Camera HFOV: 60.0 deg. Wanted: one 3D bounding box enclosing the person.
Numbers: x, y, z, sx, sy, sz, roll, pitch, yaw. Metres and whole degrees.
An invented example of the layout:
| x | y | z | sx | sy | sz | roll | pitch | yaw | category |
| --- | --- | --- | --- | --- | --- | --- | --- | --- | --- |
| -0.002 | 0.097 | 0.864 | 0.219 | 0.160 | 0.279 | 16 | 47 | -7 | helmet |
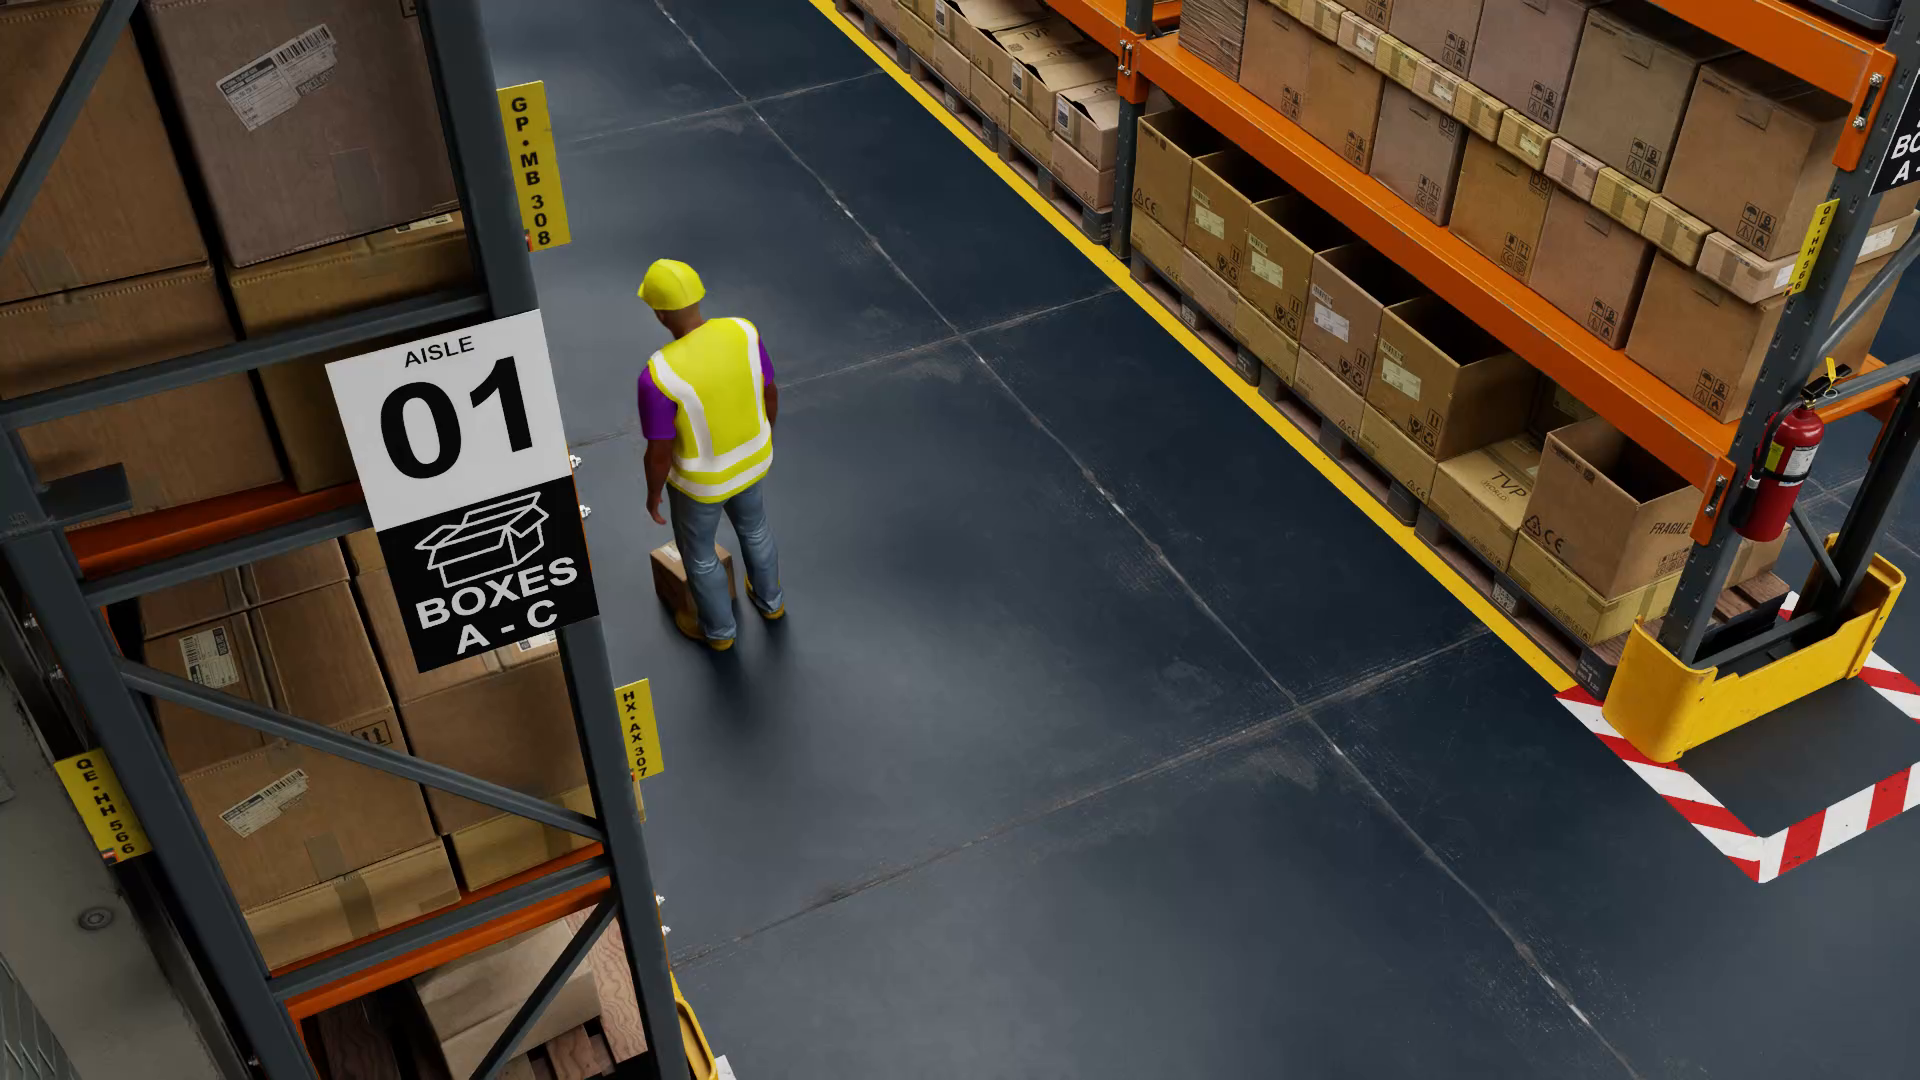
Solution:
| x | y | z | sx | sy | sz | roll | pitch | yaw | category |
| --- | --- | --- | --- | --- | --- | --- | --- | --- | --- |
| -0.976 | -0.311 | 6.503 | 0.625 | 1.759 | 0.463 | -31 | 50 | -31 | person |
